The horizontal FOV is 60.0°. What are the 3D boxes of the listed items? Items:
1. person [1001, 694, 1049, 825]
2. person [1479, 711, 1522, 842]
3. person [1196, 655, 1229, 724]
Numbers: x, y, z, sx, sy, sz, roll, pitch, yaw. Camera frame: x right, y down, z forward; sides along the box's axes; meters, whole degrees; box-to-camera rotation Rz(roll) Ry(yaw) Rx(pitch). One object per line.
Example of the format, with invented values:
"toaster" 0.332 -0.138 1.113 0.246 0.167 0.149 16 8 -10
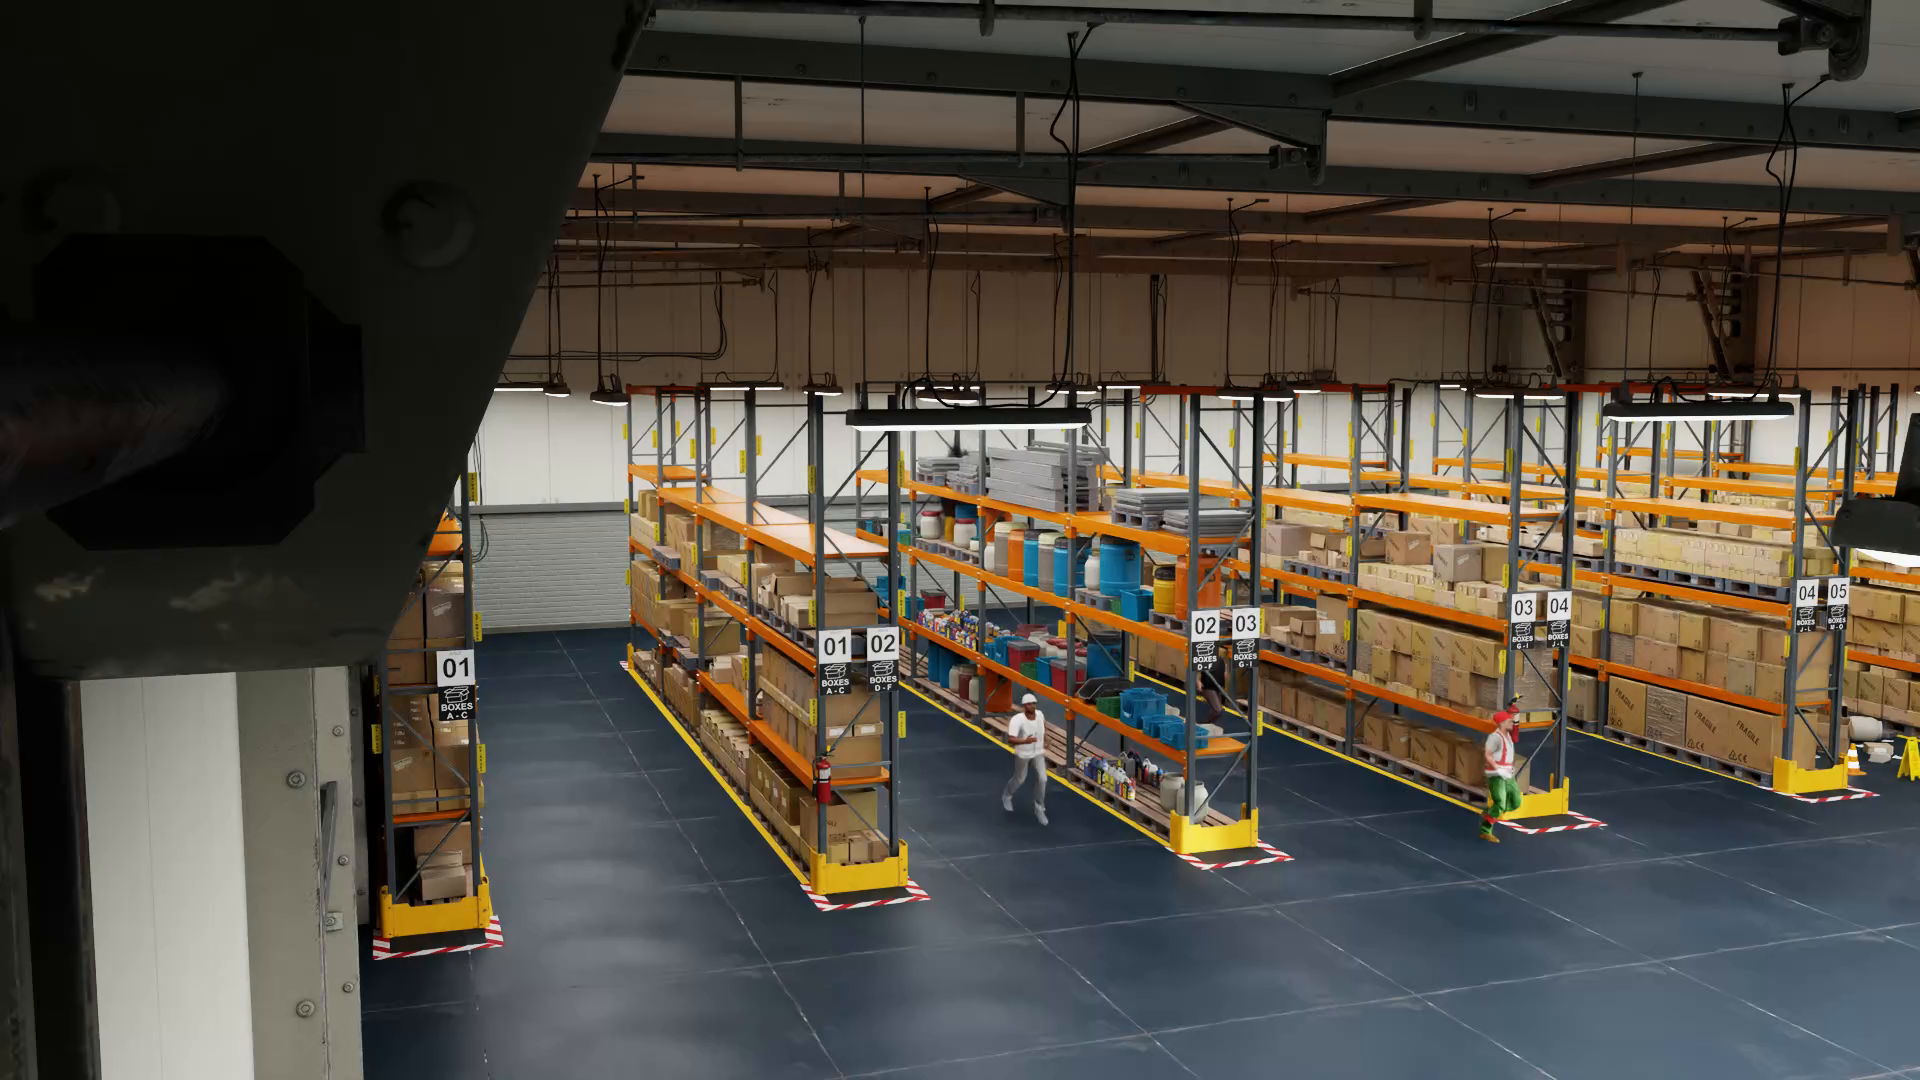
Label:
"person" 0.949 3.038 23.419 0.710 1.811 0.913 -3 7 -25
"person" 7.307 3.170 22.409 0.537 1.731 0.715 5 8 42
"person" 4.302 2.567 28.223 0.629 1.720 0.693 -4 7 -35
